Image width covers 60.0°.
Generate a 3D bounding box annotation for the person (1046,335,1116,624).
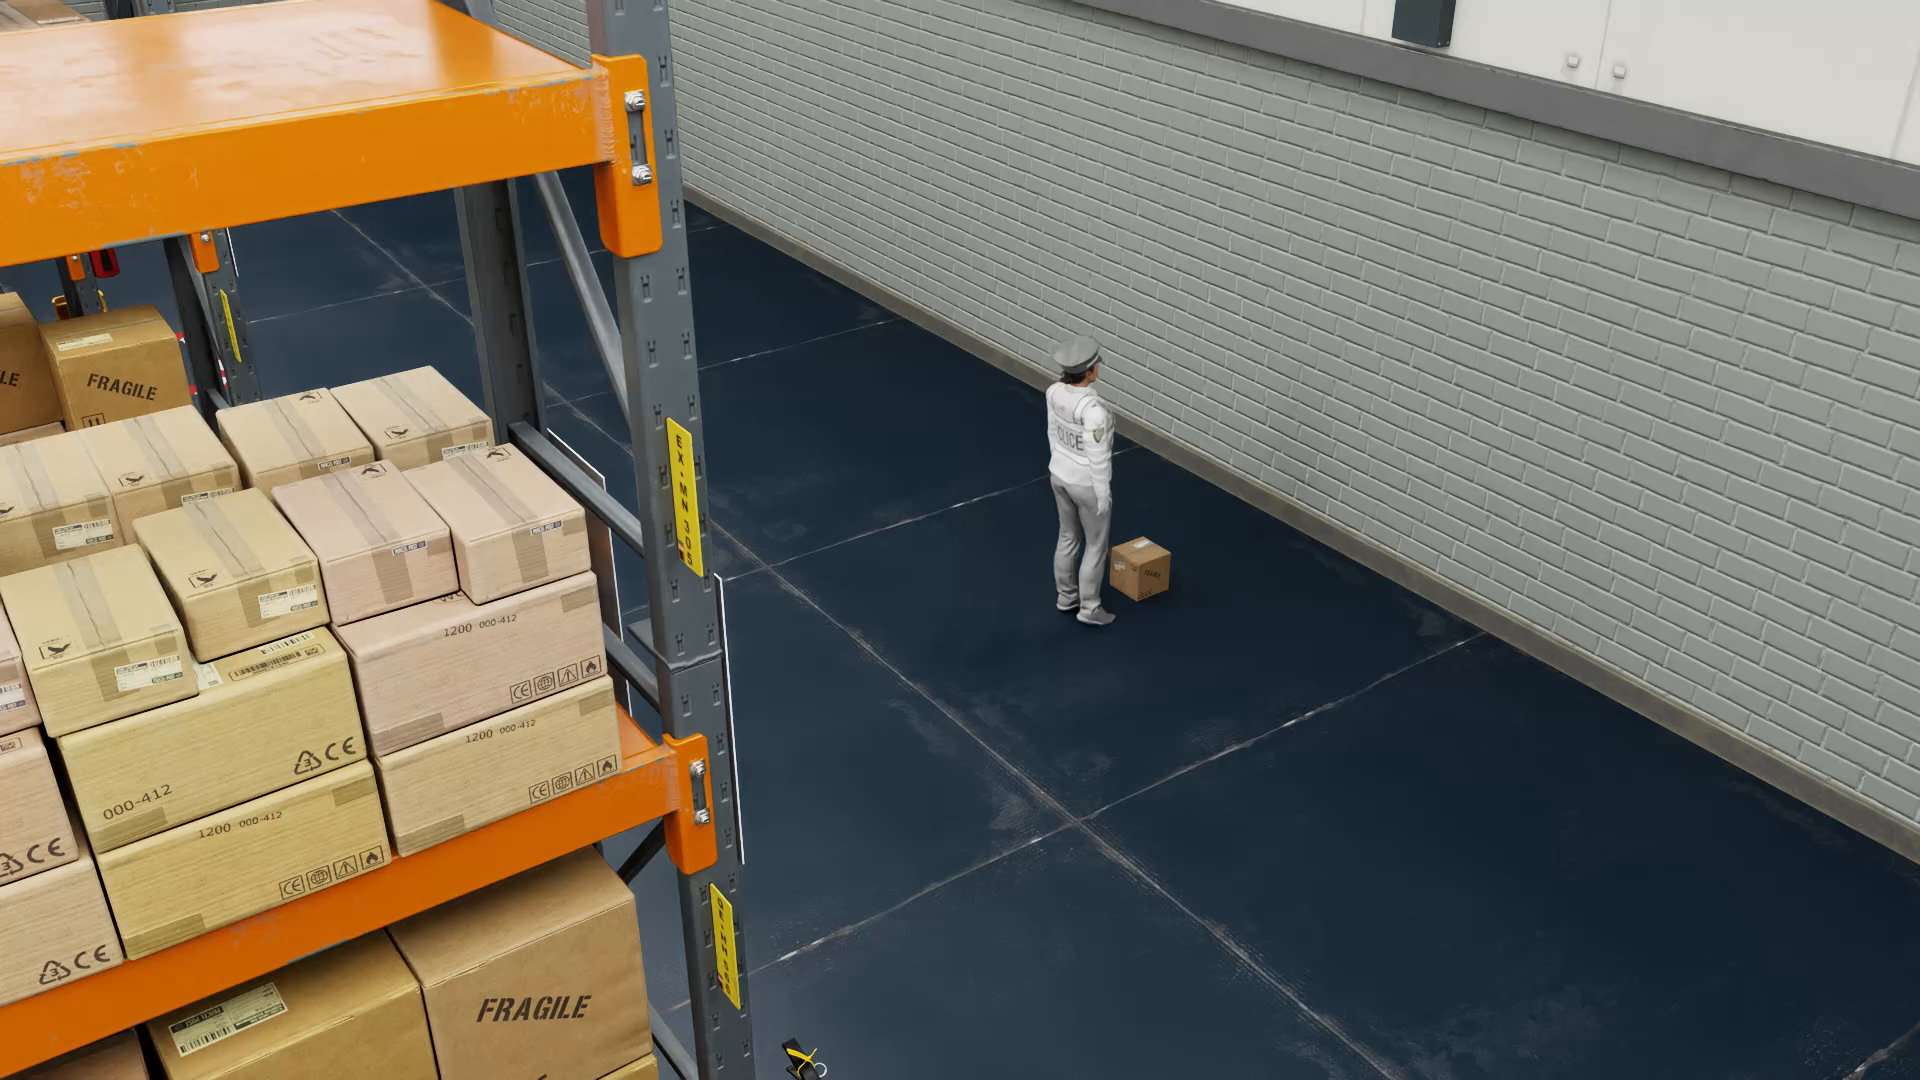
[{"bbox_3d":[0.675,-0.313,9.252,0.384,1.744,0.490,-18,34,-30],"label":"person"}]
